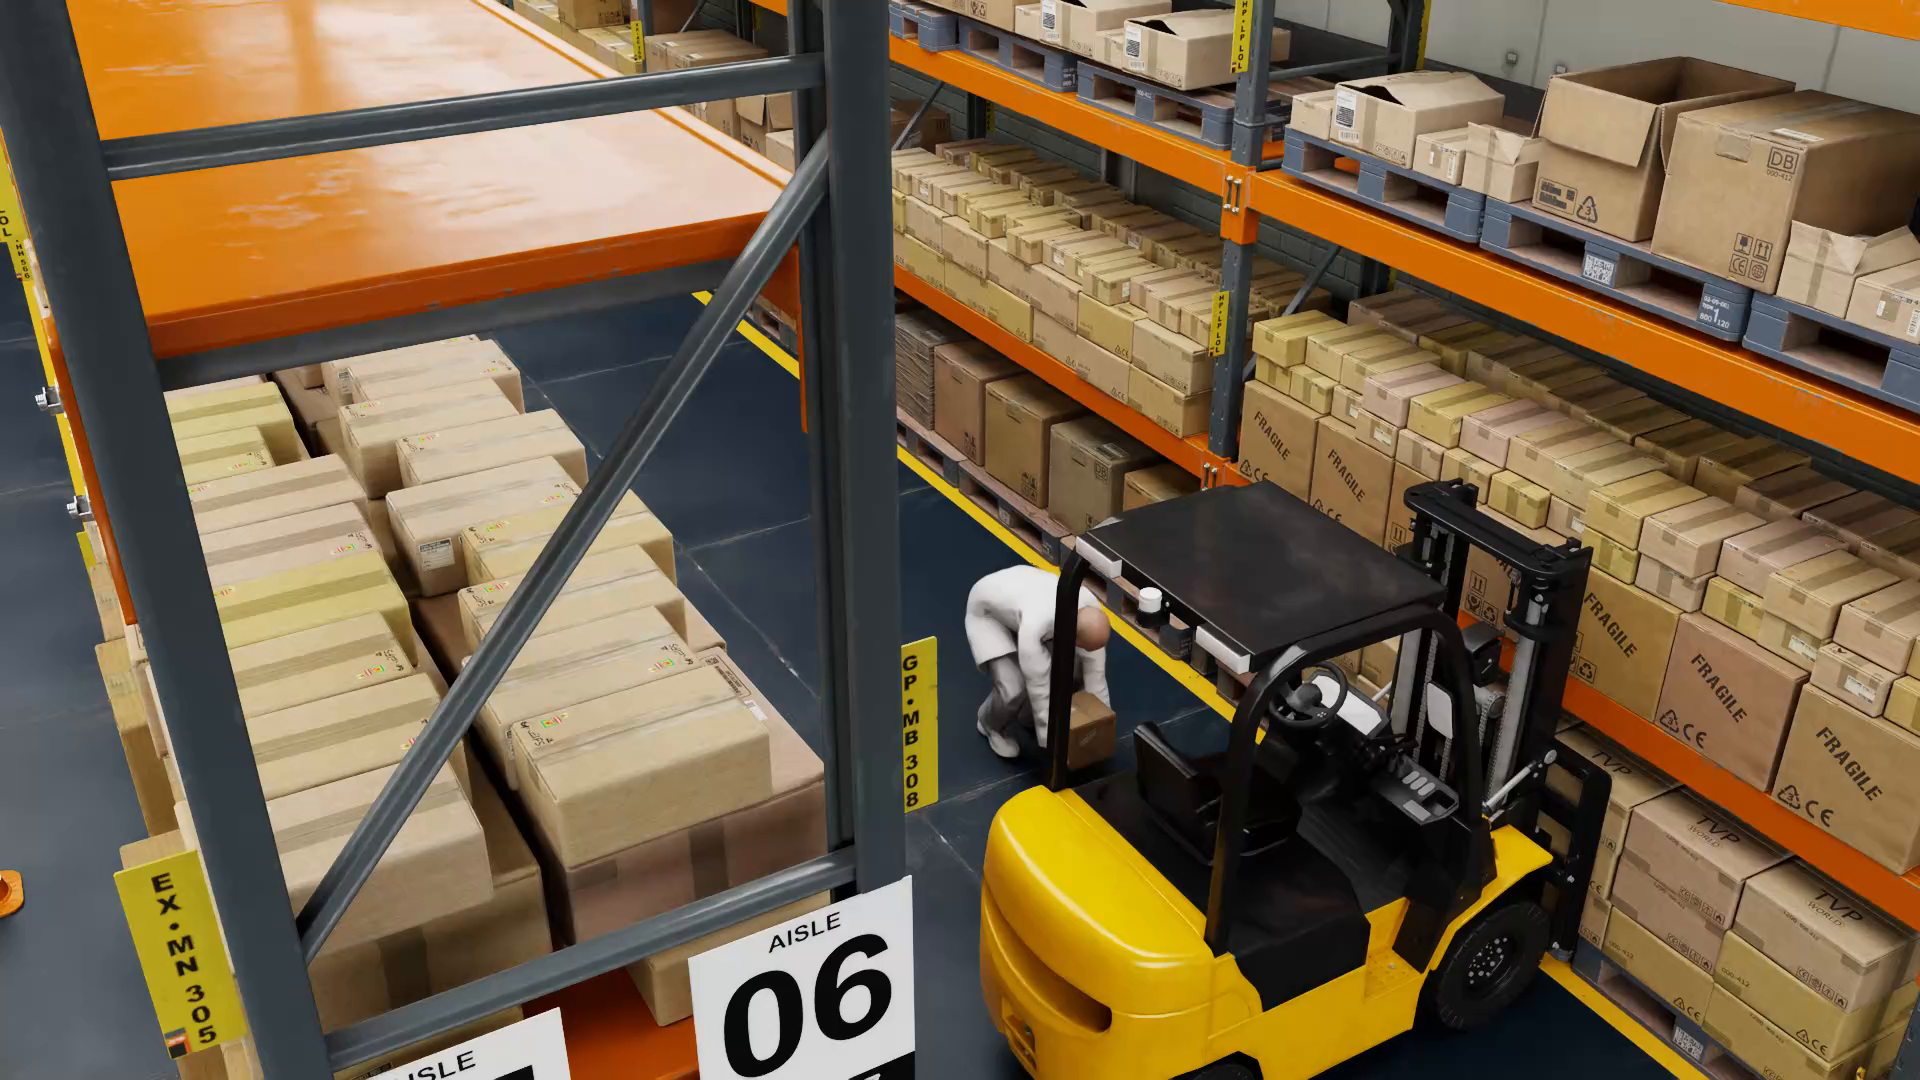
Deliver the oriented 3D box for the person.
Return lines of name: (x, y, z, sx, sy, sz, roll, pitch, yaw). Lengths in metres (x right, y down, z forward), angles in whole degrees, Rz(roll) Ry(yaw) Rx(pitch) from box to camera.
person: (0.391, 0.626, 8.236, 0.587, 1.013, 0.935, -17, 33, -28)
